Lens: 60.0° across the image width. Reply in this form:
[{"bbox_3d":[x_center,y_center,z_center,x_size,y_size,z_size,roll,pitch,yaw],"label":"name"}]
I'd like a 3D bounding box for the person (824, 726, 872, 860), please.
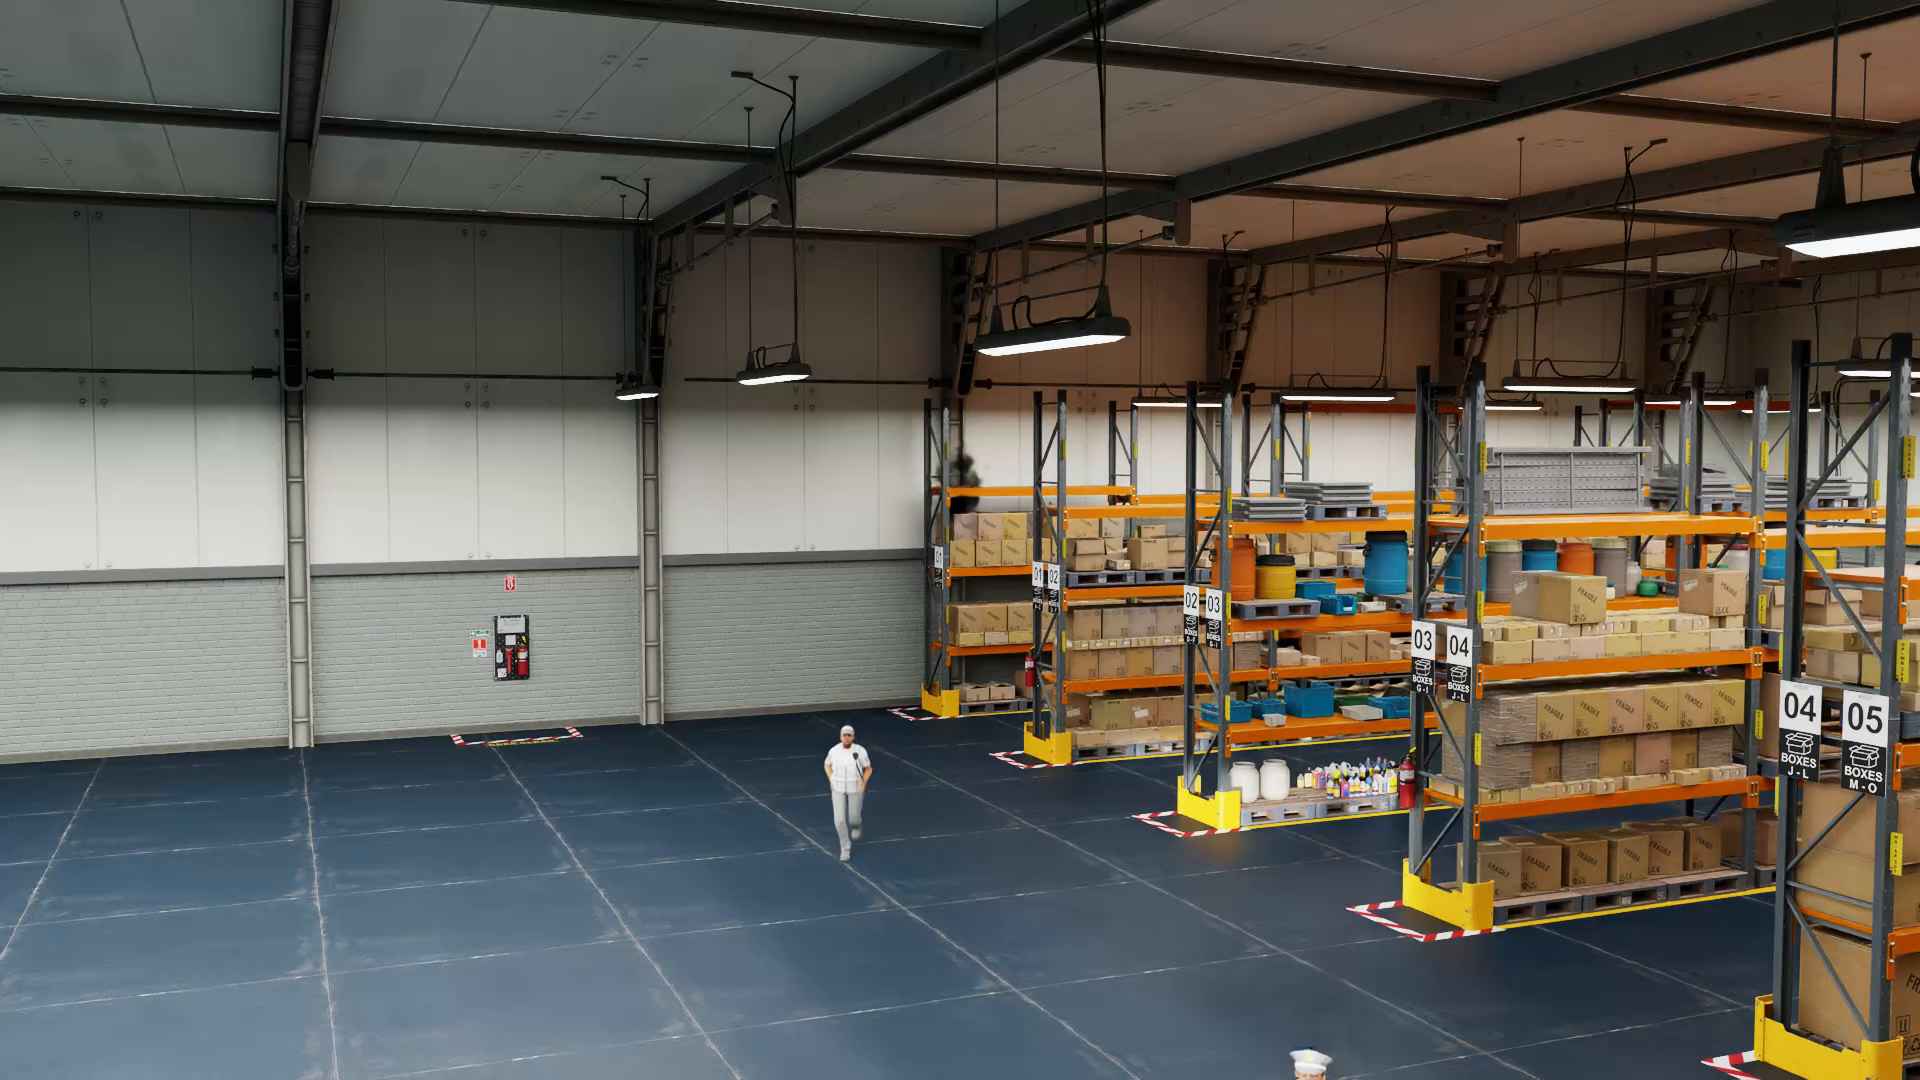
[{"bbox_3d":[-1.410,3.137,20.855,0.608,1.641,0.670,0,3,2],"label":"person"}]

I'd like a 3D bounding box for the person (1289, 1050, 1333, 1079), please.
[{"bbox_3d":[2.038,3.750,9.699,0.576,1.655,0.734,1,4,20],"label":"person"}]
